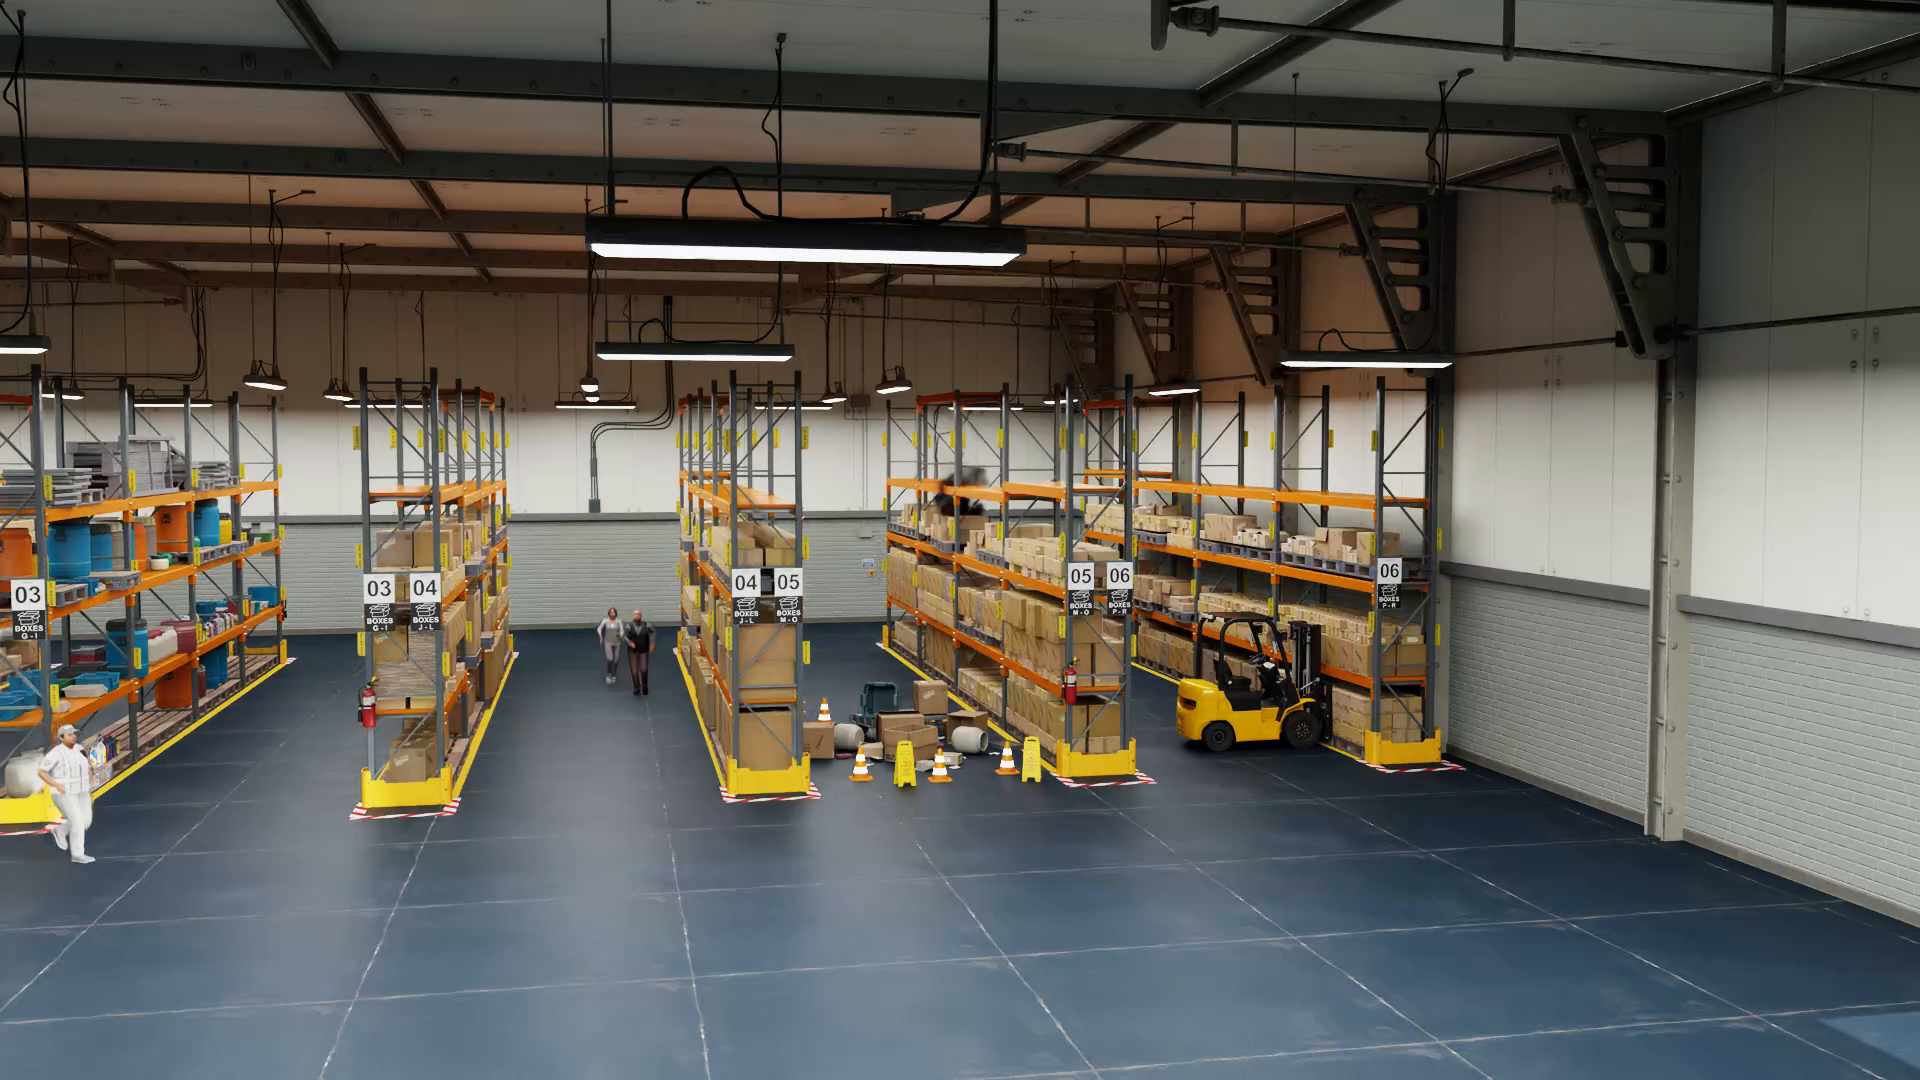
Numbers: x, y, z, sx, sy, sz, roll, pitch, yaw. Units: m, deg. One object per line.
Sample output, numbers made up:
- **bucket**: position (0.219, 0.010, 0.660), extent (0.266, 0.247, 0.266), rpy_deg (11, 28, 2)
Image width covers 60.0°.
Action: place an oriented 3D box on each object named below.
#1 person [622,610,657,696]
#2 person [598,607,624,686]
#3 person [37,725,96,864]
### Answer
- **person**: position (-6.269, 2.216, 32.507), extent (0.679, 1.705, 0.648), rpy_deg (-1, 3, -10)
- **person**: position (-7.126, 2.174, 34.050), extent (0.505, 1.597, 0.667), rpy_deg (-1, 4, -22)
- **person**: position (-10.625, 3.008, 19.810), extent (0.758, 1.627, 0.617), rpy_deg (1, 4, 20)
